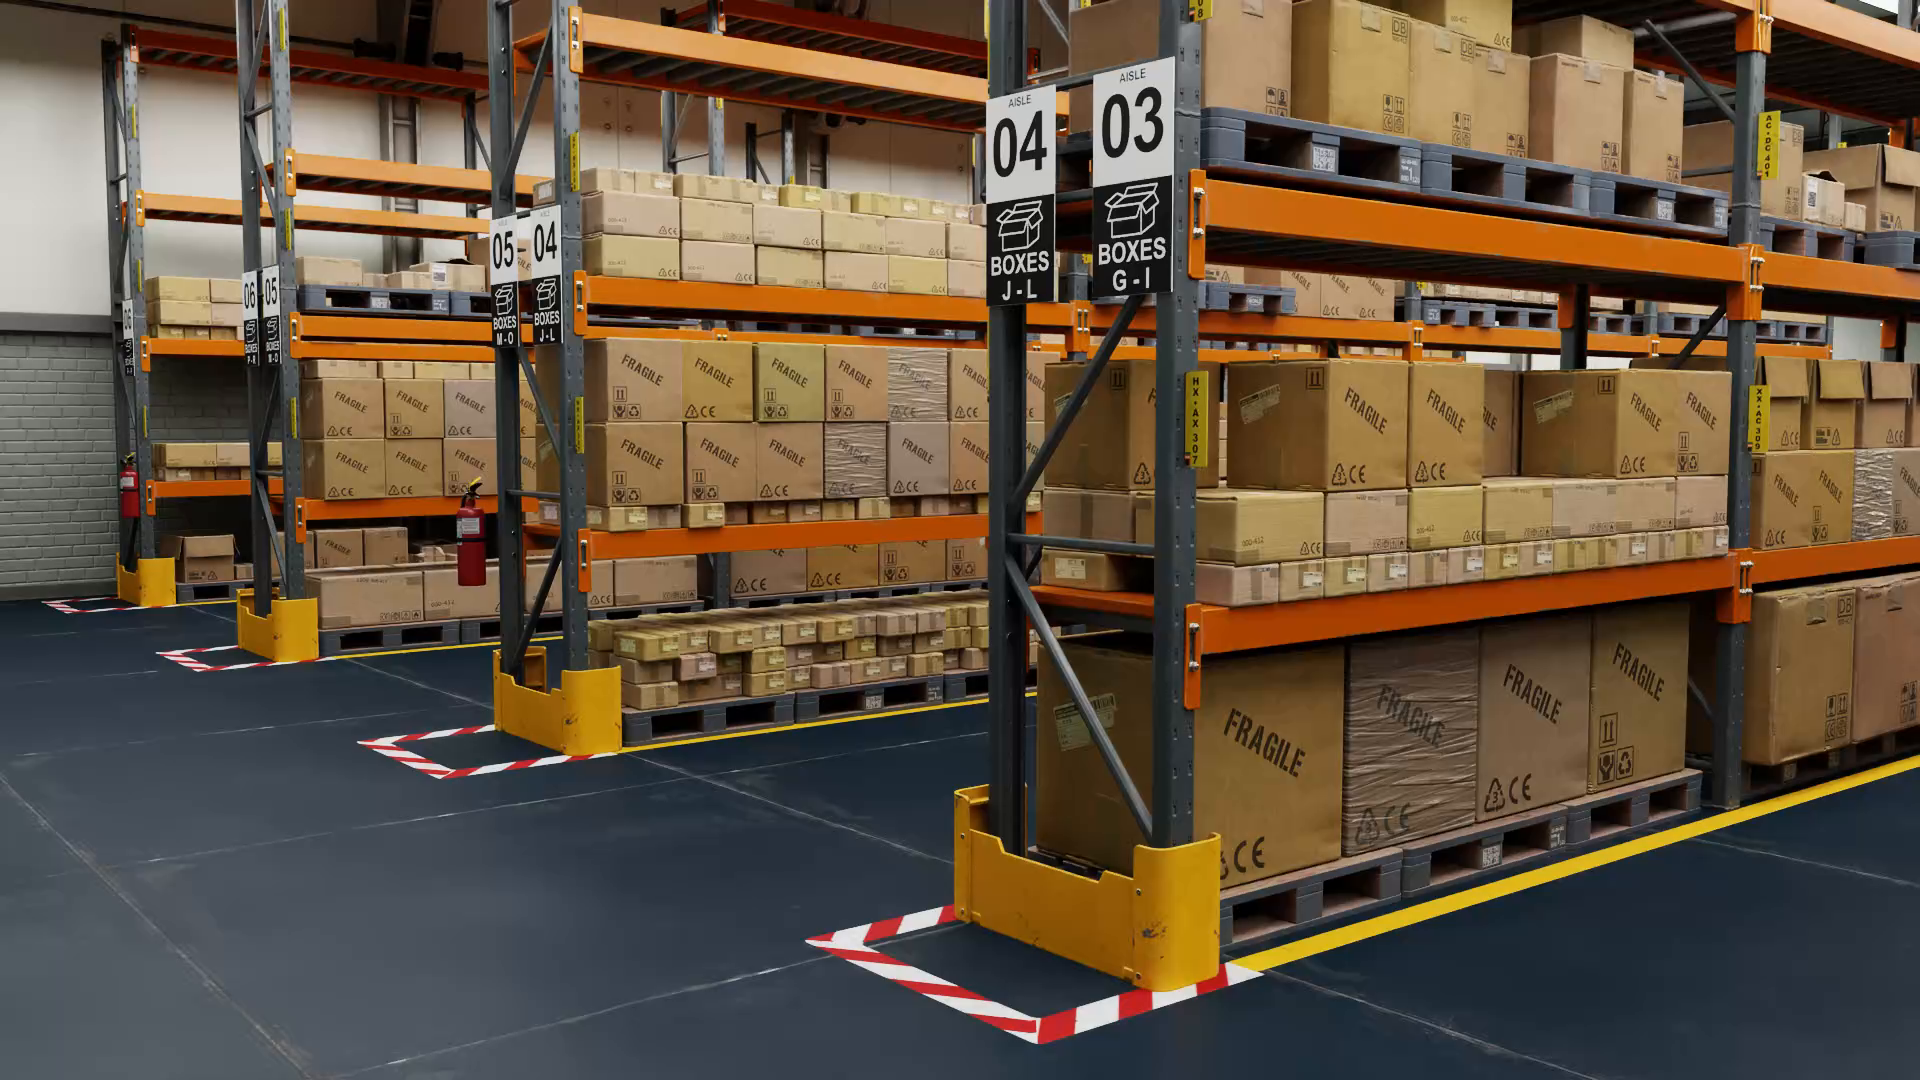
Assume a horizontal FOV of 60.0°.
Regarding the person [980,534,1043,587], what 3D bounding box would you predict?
[{"bbox_3d":[0.501,0.060,15.086,0.598,1.624,0.606,-3,5,-38],"label":"person"}]
